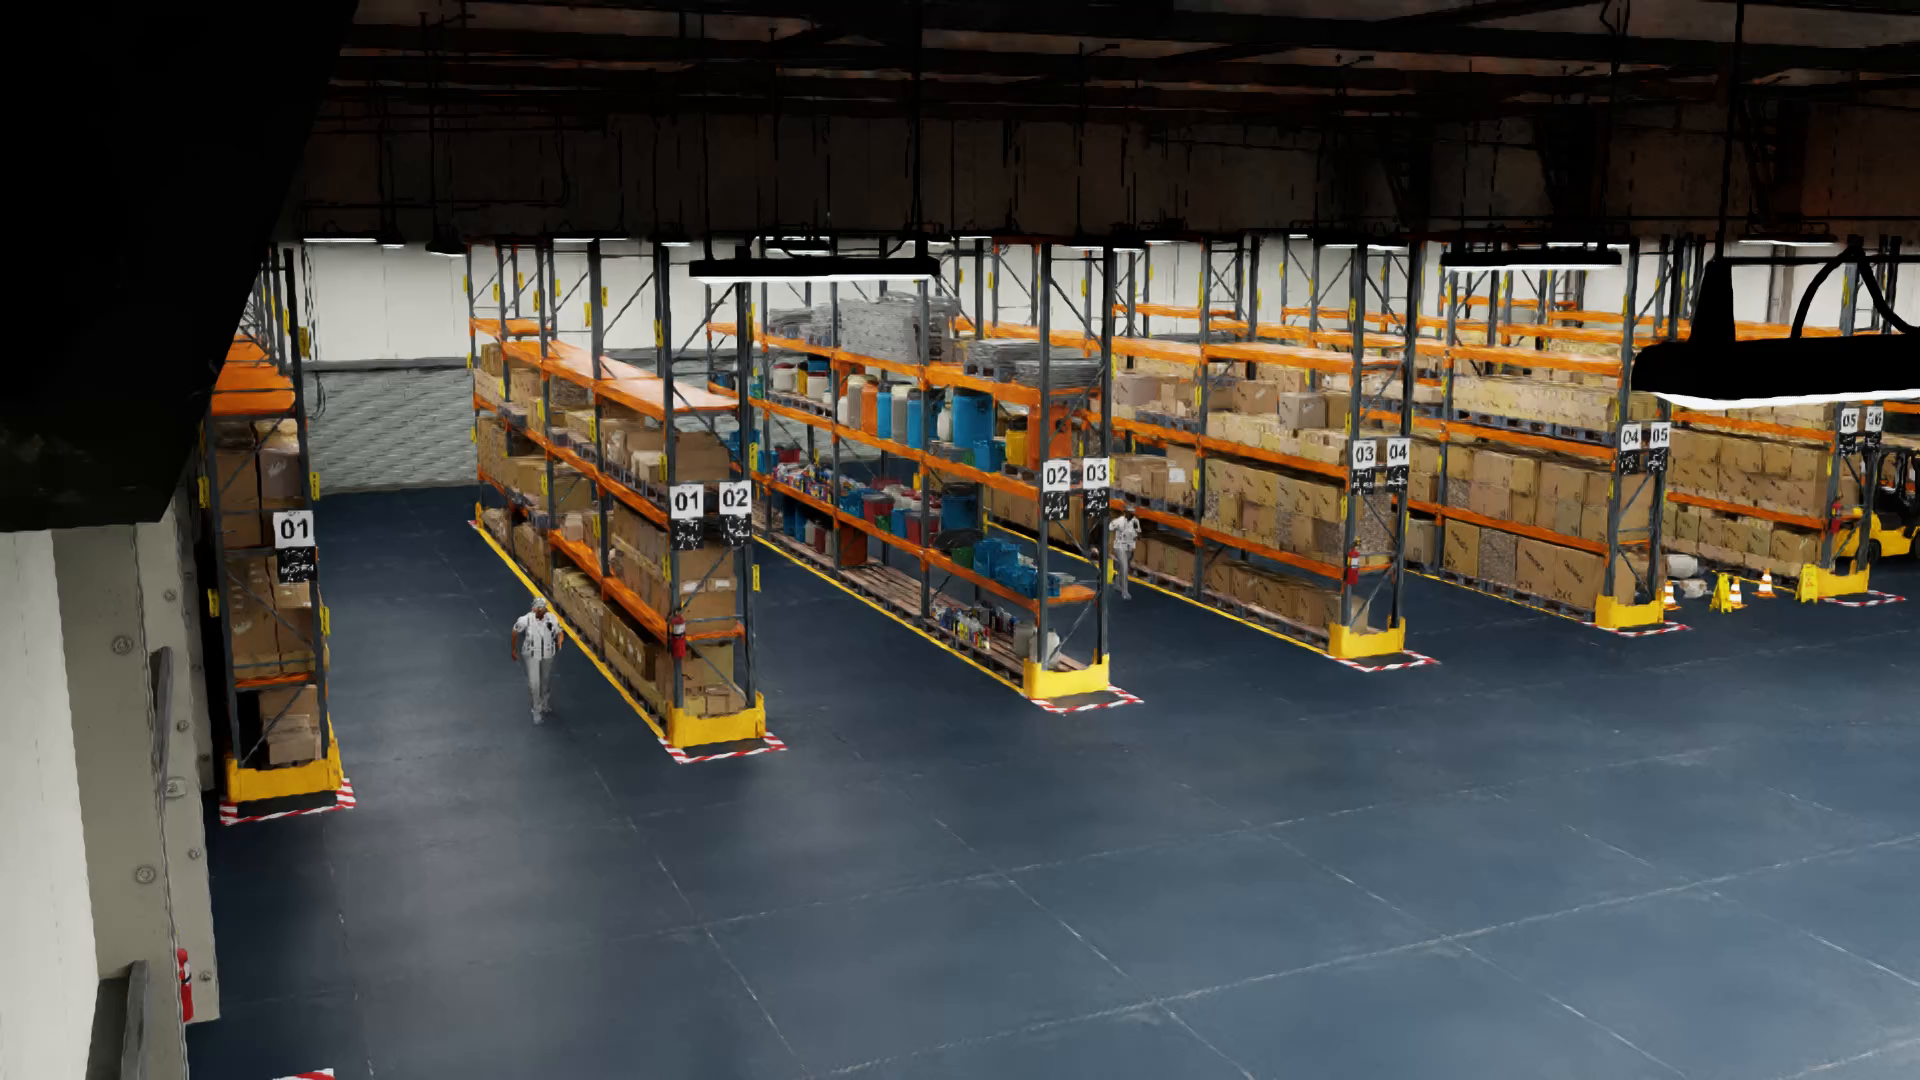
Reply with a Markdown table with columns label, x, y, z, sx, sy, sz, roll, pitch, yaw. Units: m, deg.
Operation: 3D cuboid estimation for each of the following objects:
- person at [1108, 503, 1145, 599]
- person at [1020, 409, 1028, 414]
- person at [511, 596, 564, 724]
| label | x | y | z | sx | sy | sz | roll | pitch | yaw |
| --- | --- | --- | --- | --- | --- | --- | --- | --- | --- |
| person | 2.795 | 0.133 | 28.196 | 0.601 | 1.609 | 0.848 | -6 | 12 | -27 |
| person | 1.509 | -2.367 | 40.805 | 0.721 | 1.706 | 0.873 | -6 | 12 | -27 |
| person | -5.386 | 1.480 | 21.309 | 0.631 | 1.602 | 0.792 | -6 | 13 | -29 |
